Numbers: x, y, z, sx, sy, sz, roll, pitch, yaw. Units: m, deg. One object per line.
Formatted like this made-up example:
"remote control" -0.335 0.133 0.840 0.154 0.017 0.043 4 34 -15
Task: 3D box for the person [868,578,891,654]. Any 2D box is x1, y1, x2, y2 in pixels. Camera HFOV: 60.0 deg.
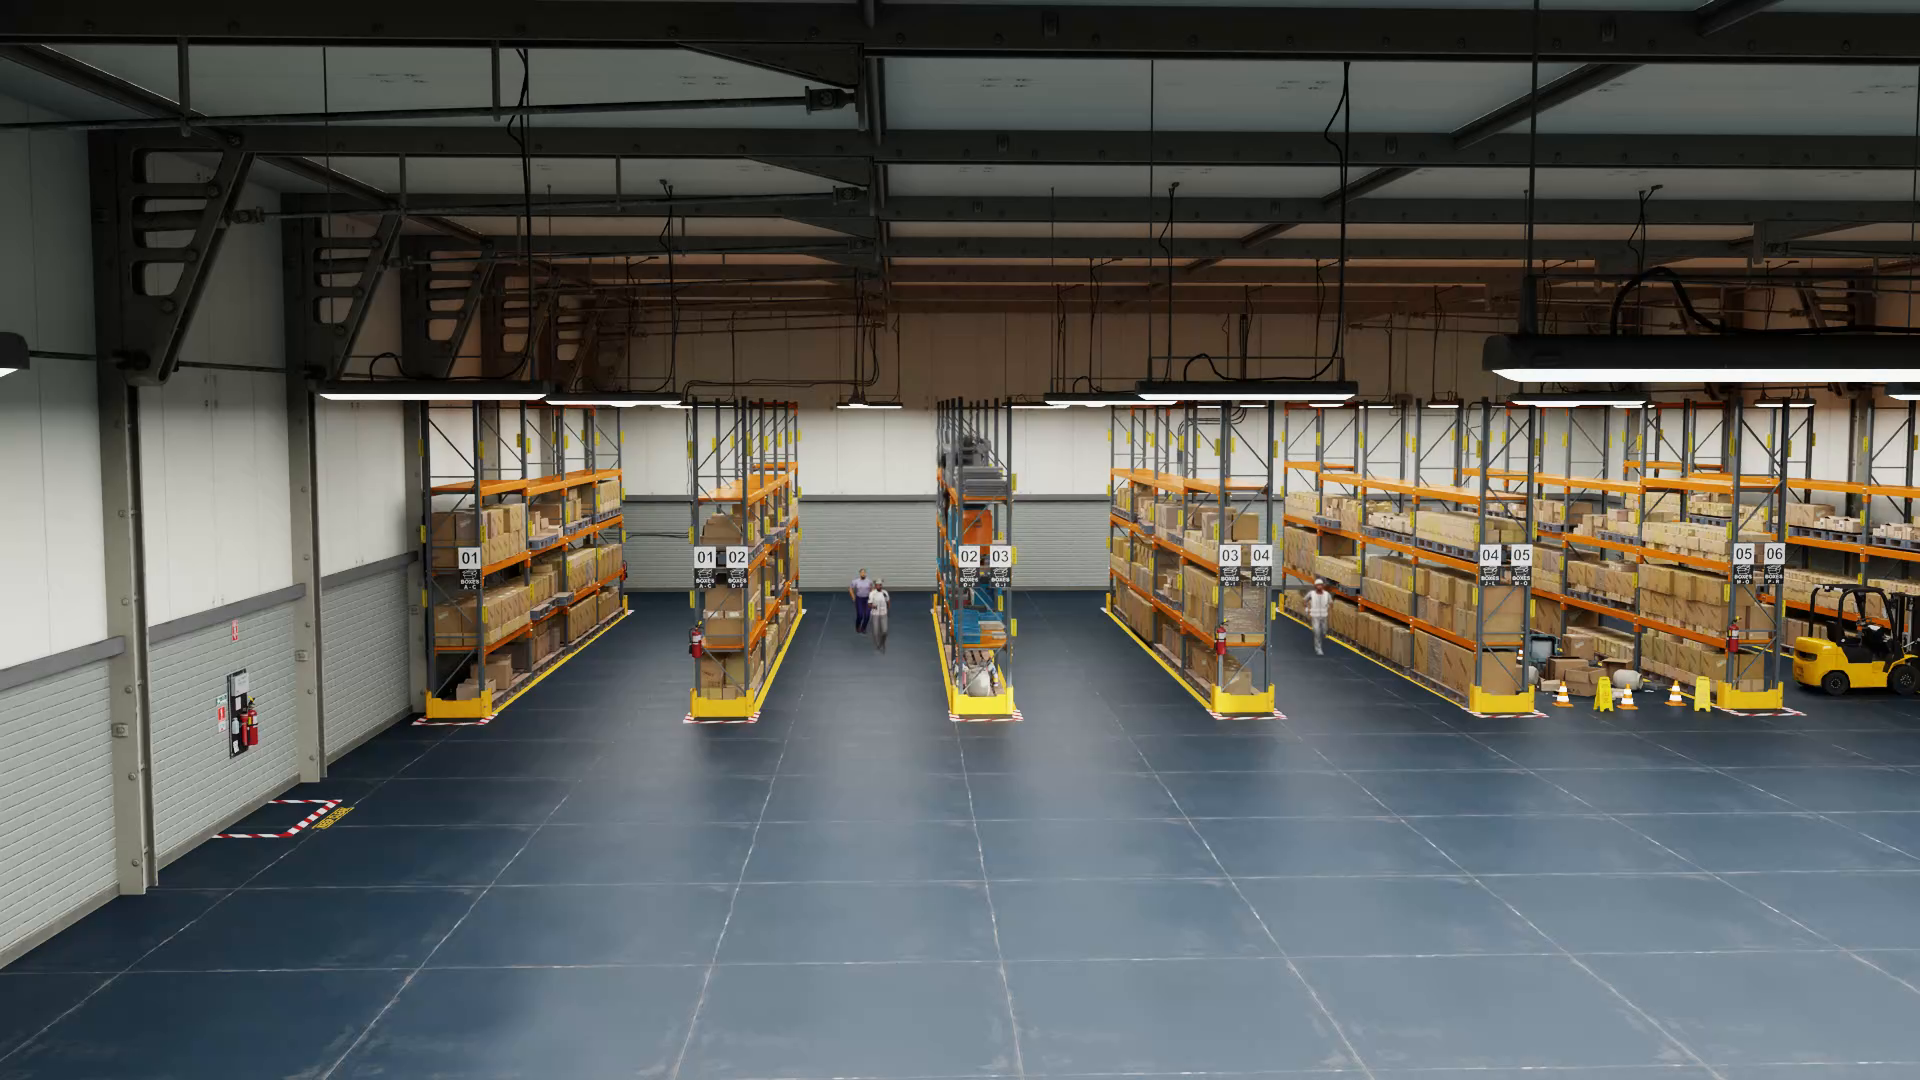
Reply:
"person" -1.793 1.721 37.449 0.554 1.724 0.611 -1 5 -13

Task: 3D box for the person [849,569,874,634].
"person" -2.372 1.513 40.679 0.607 1.578 0.500 -1 5 -16

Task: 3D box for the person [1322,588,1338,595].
"person" 10.829 1.064 48.971 0.928 1.784 0.691 0 4 2

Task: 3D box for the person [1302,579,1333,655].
"person" 8.460 1.805 39.219 0.696 1.763 0.946 0 4 -3
